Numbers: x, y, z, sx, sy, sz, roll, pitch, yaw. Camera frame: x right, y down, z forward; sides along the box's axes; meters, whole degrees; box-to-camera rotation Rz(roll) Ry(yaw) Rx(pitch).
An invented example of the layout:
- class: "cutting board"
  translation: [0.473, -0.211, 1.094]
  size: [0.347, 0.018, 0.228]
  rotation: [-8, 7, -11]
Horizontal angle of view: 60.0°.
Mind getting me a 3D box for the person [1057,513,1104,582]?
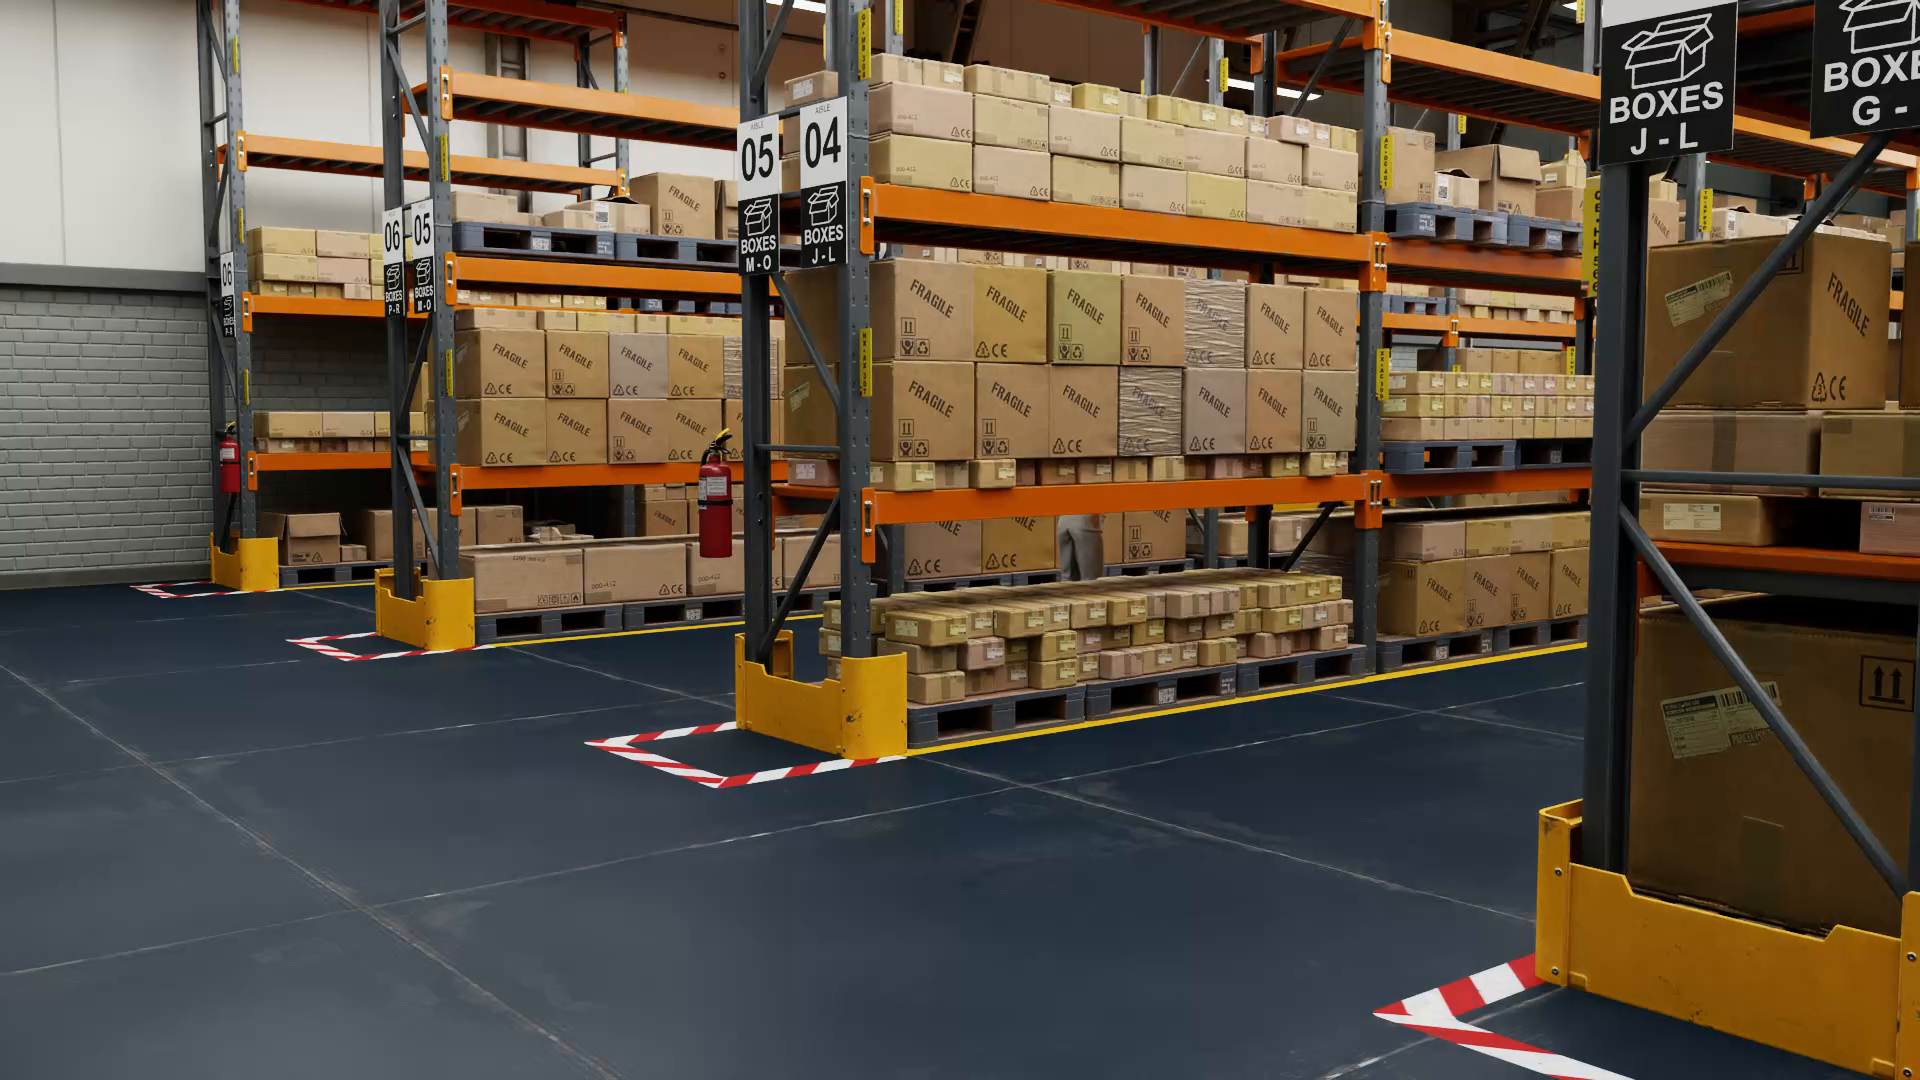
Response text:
- class: "person"
  translation: [0.828, -0.039, 11.769]
  size: [0.359, 1.674, 0.439]
  rotation: [-3, 6, -38]
